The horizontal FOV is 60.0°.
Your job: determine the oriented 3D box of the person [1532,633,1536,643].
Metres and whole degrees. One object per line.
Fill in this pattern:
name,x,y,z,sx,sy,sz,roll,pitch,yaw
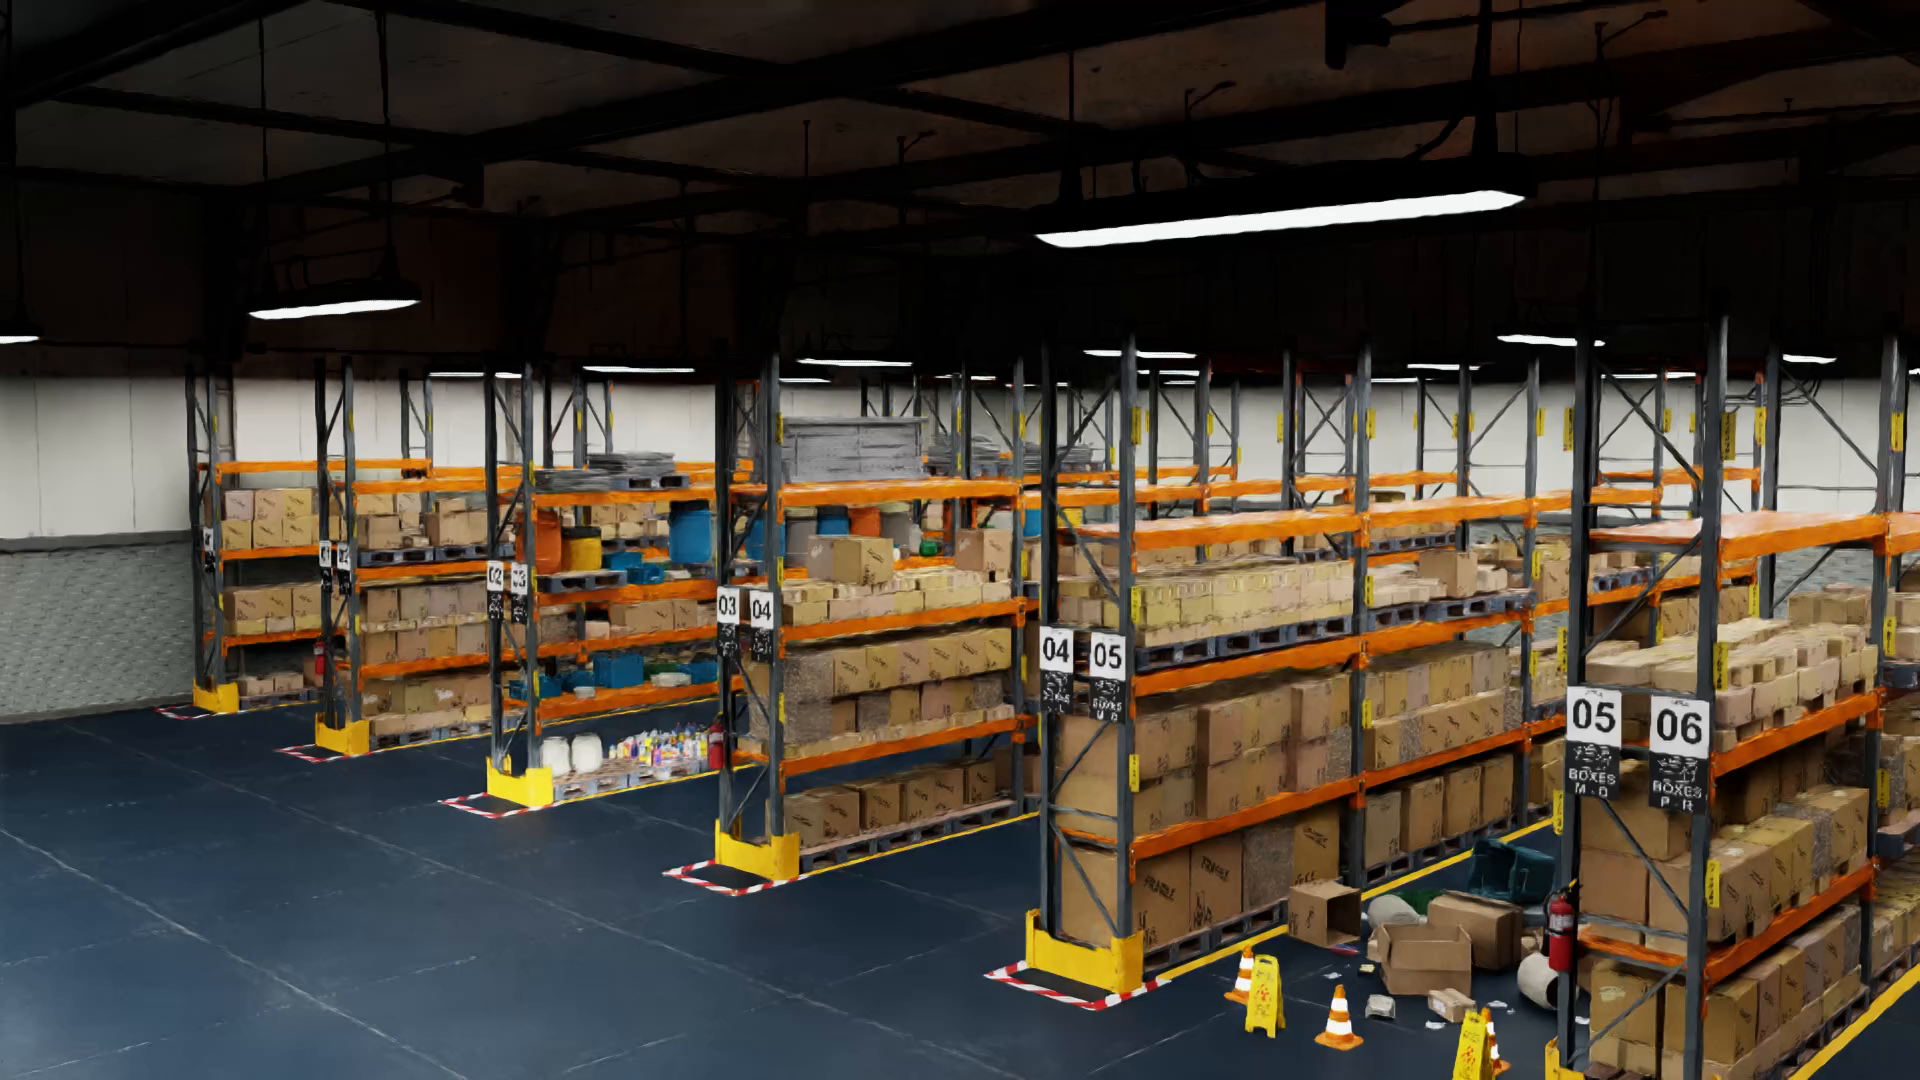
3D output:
person,8.743,2.295,25.648,0.696,1.772,0.628,-3,5,-32

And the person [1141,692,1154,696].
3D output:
person,2.492,2.647,21.717,0.589,1.716,1.043,4,6,43
